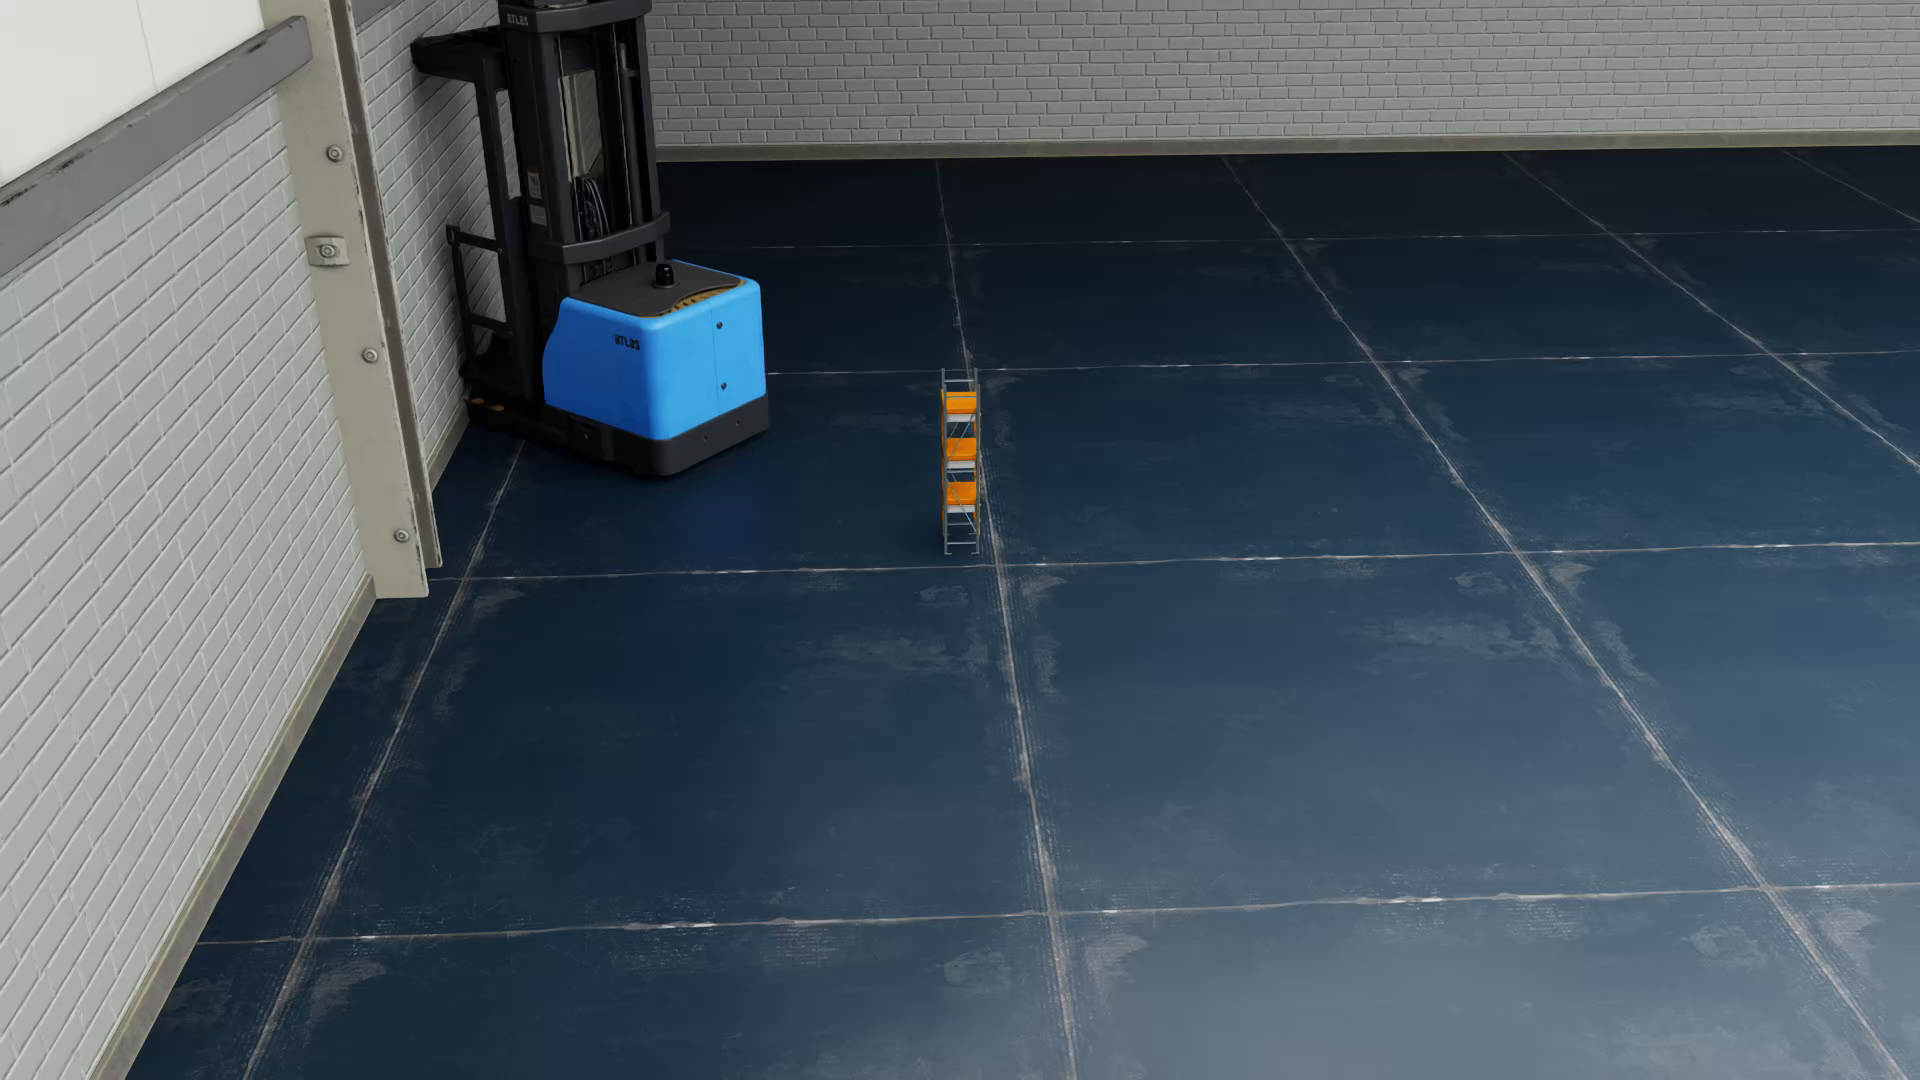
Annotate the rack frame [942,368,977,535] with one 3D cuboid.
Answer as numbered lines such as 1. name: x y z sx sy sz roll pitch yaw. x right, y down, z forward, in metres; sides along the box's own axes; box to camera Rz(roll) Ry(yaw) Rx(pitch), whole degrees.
1. rack frame: -0.004 -0.497 9.568 0.200 1.050 0.008 -1 28 -3

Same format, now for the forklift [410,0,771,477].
1. forklift: -2.752 -2.221 10.839 3.031 2.935 1.130 19 33 31

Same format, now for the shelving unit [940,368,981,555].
1. shelving unit: 0.003 -0.441 9.460 0.215 1.050 0.252 -1 28 -3

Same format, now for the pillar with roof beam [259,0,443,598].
1. pillar with roof beam: 1.201 -3.868 7.436 9.100 9.000 0.400 -1 28 -3

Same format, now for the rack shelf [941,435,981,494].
1. rack shelf: 0.003 -0.431 9.465 0.215 0.259 0.240 -1 28 -3

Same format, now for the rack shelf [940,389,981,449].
1. rack shelf: 0.003 -0.683 9.334 0.215 0.259 0.240 -1 28 -3

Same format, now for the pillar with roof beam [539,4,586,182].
1. pillar with roof beam: 0.887 -6.639 12.748 9.100 9.000 0.400 -1 28 -3

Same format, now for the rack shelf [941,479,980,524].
1. rack shelf: 0.003 -0.185 9.593 0.215 0.259 0.240 -1 28 -3

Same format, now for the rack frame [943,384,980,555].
1. rack frame: 0.009 -0.384 9.352 0.200 1.050 0.008 -1 28 -3
